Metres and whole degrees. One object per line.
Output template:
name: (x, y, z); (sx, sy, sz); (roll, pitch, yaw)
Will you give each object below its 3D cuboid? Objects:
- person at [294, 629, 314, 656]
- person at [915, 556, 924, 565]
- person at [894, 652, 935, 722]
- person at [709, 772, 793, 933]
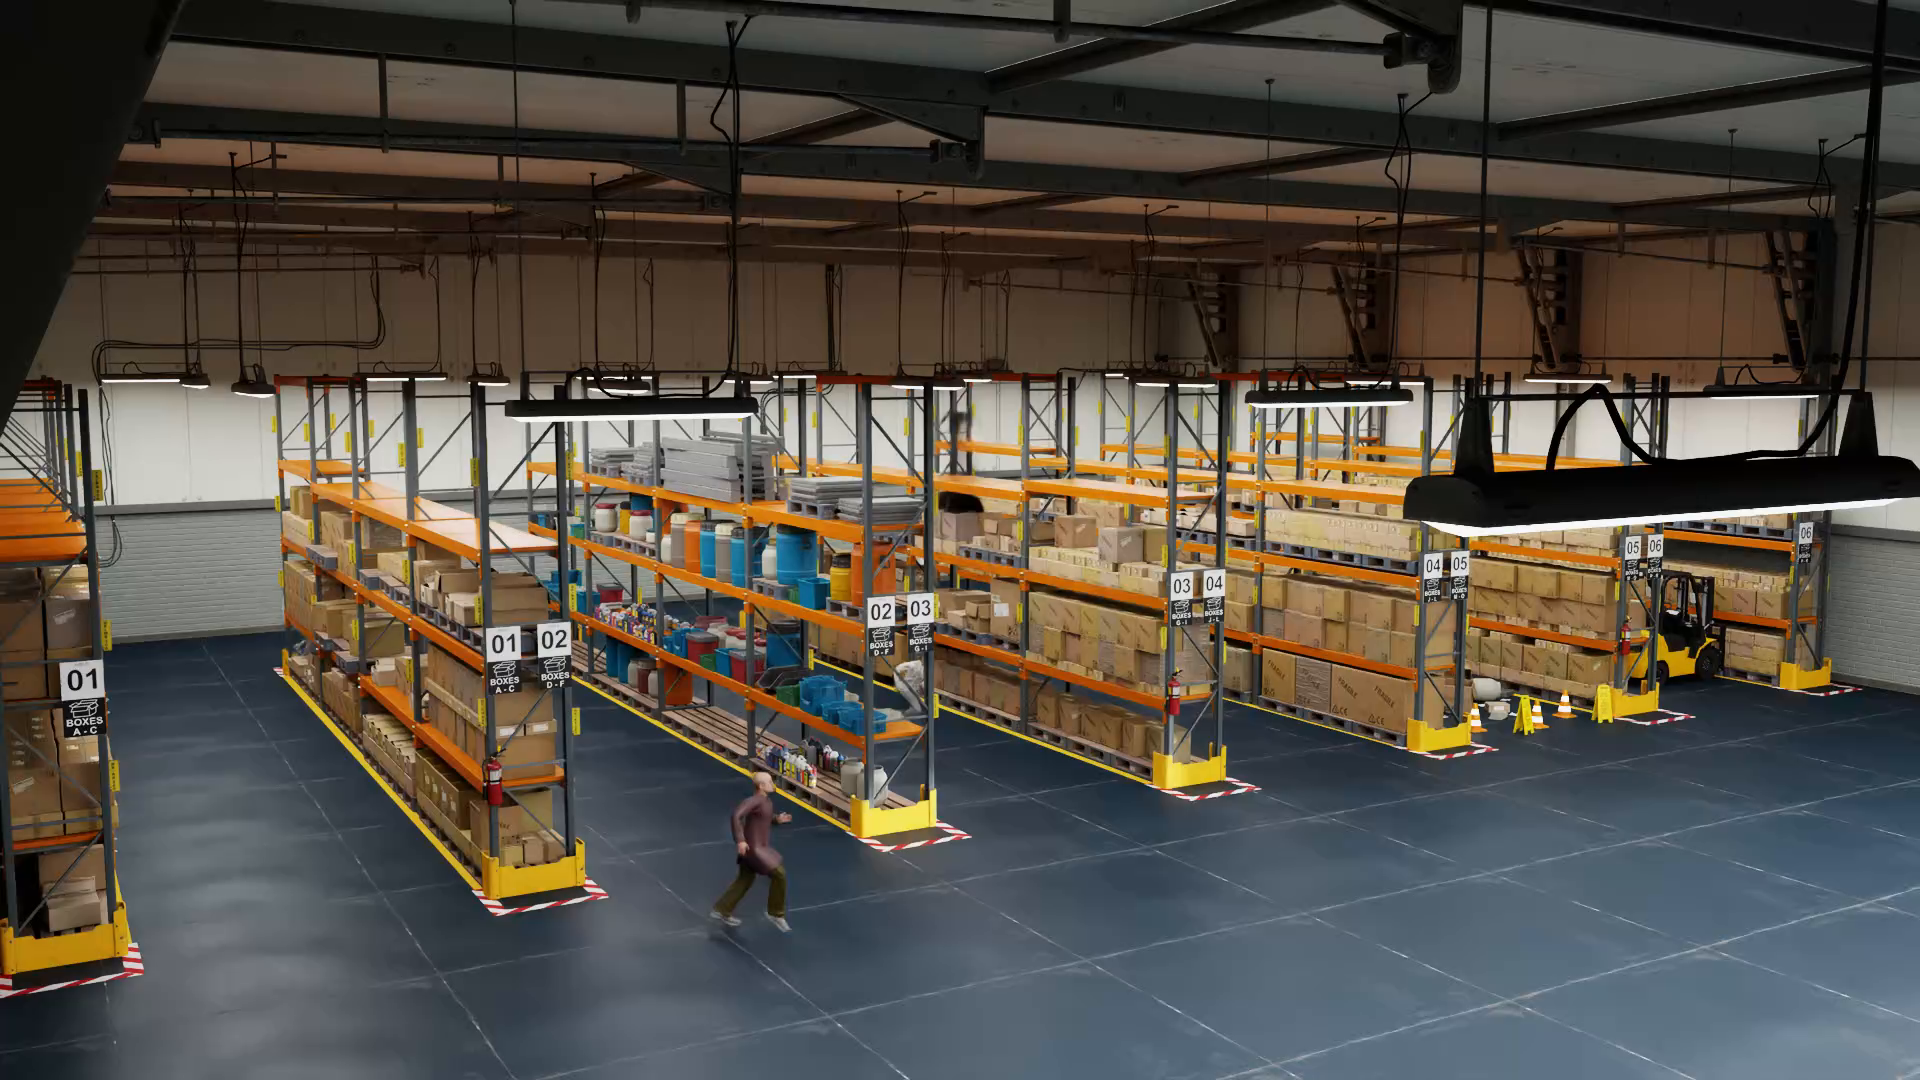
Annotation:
person: (-13.586, 1.752, 34.464); (0.508, 1.644, 0.600); (-1, 6, -10)
person: (-1.062, 0.824, 42.500); (0.651, 1.743, 0.607); (3, 7, 28)
person: (-0.796, 2.554, 27.788); (0.819, 1.496, 0.645); (5, 8, 40)
person: (-2.303, 3.460, 18.319); (0.939, 1.830, 0.740); (-1, 6, -6)
